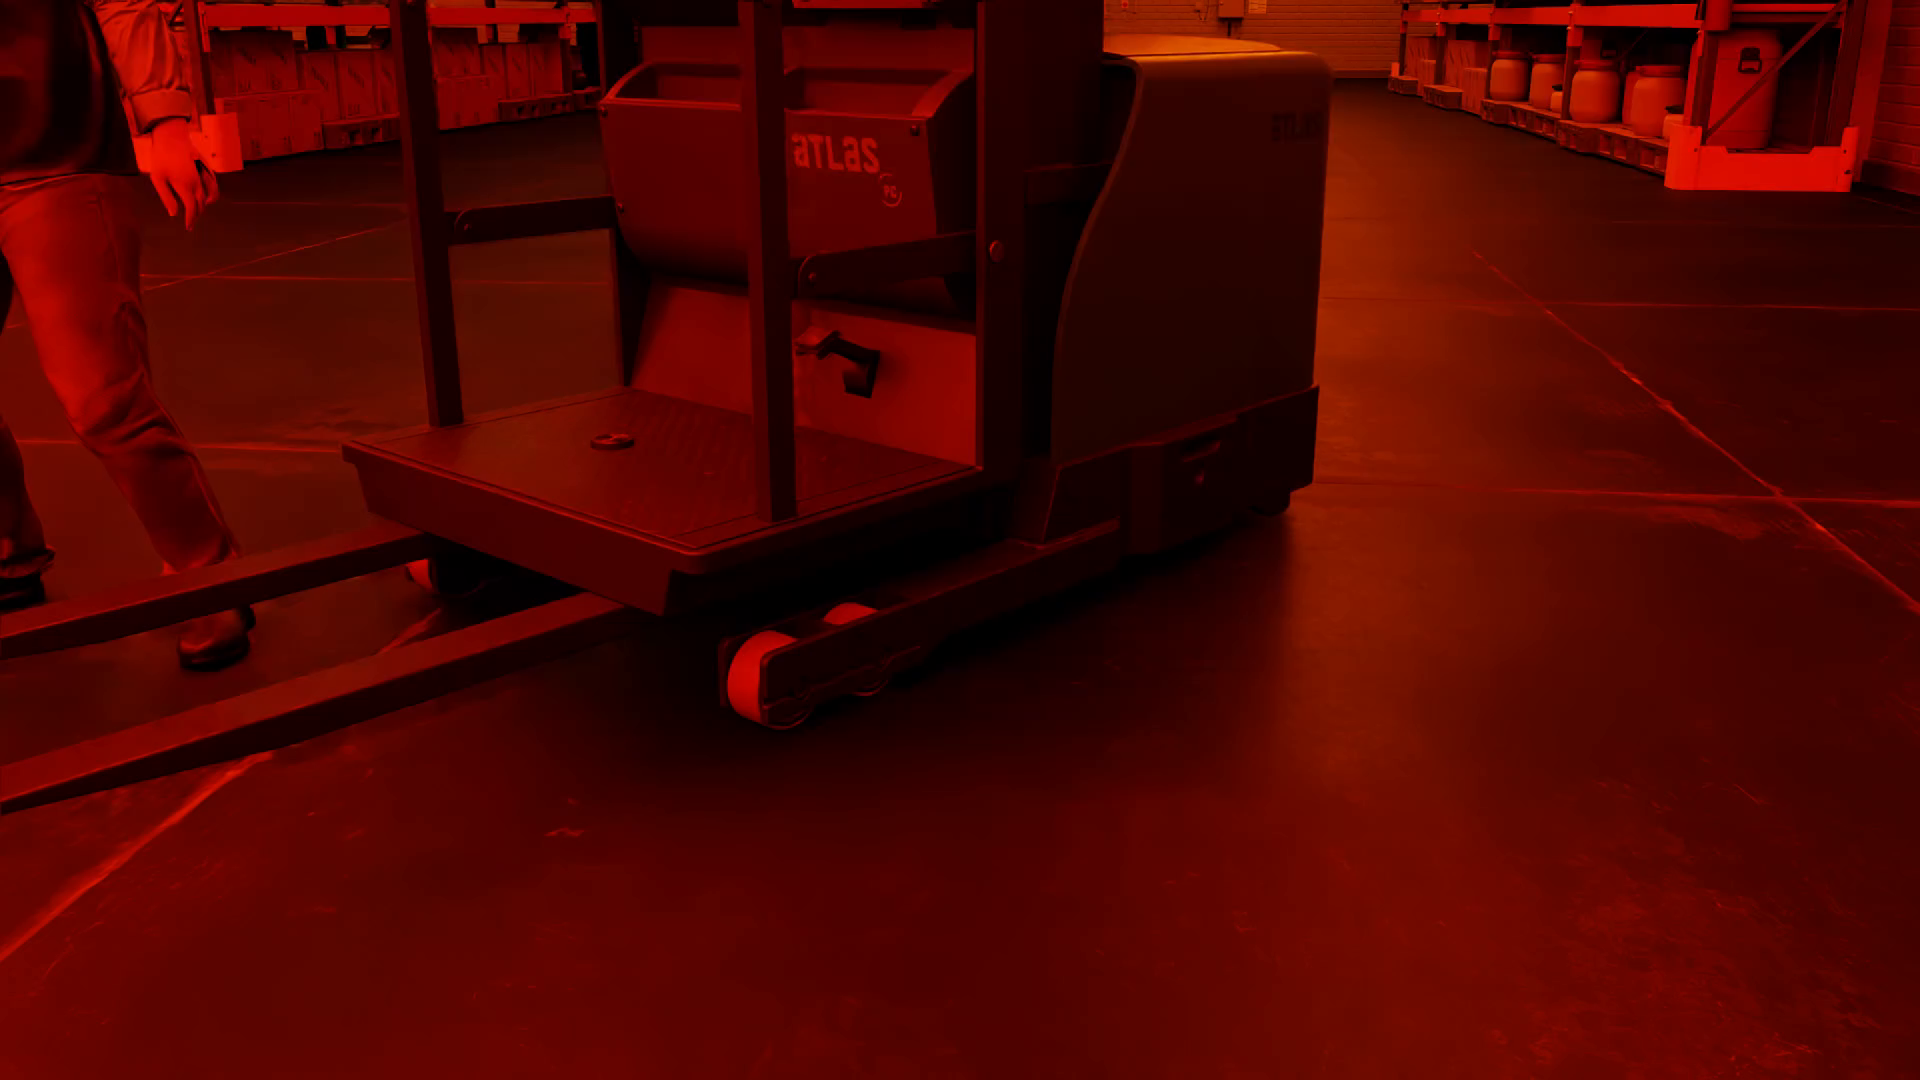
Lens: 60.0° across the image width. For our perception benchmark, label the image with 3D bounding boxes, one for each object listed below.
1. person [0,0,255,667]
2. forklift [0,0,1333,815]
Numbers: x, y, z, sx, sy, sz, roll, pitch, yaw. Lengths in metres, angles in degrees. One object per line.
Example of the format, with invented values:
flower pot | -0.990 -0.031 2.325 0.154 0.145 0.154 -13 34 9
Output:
person | -1.755 -0.624 3.041 0.894 1.678 0.373 6 18 18
forklift | -0.494 -1.248 2.909 1.130 2.935 3.031 15 23 39
